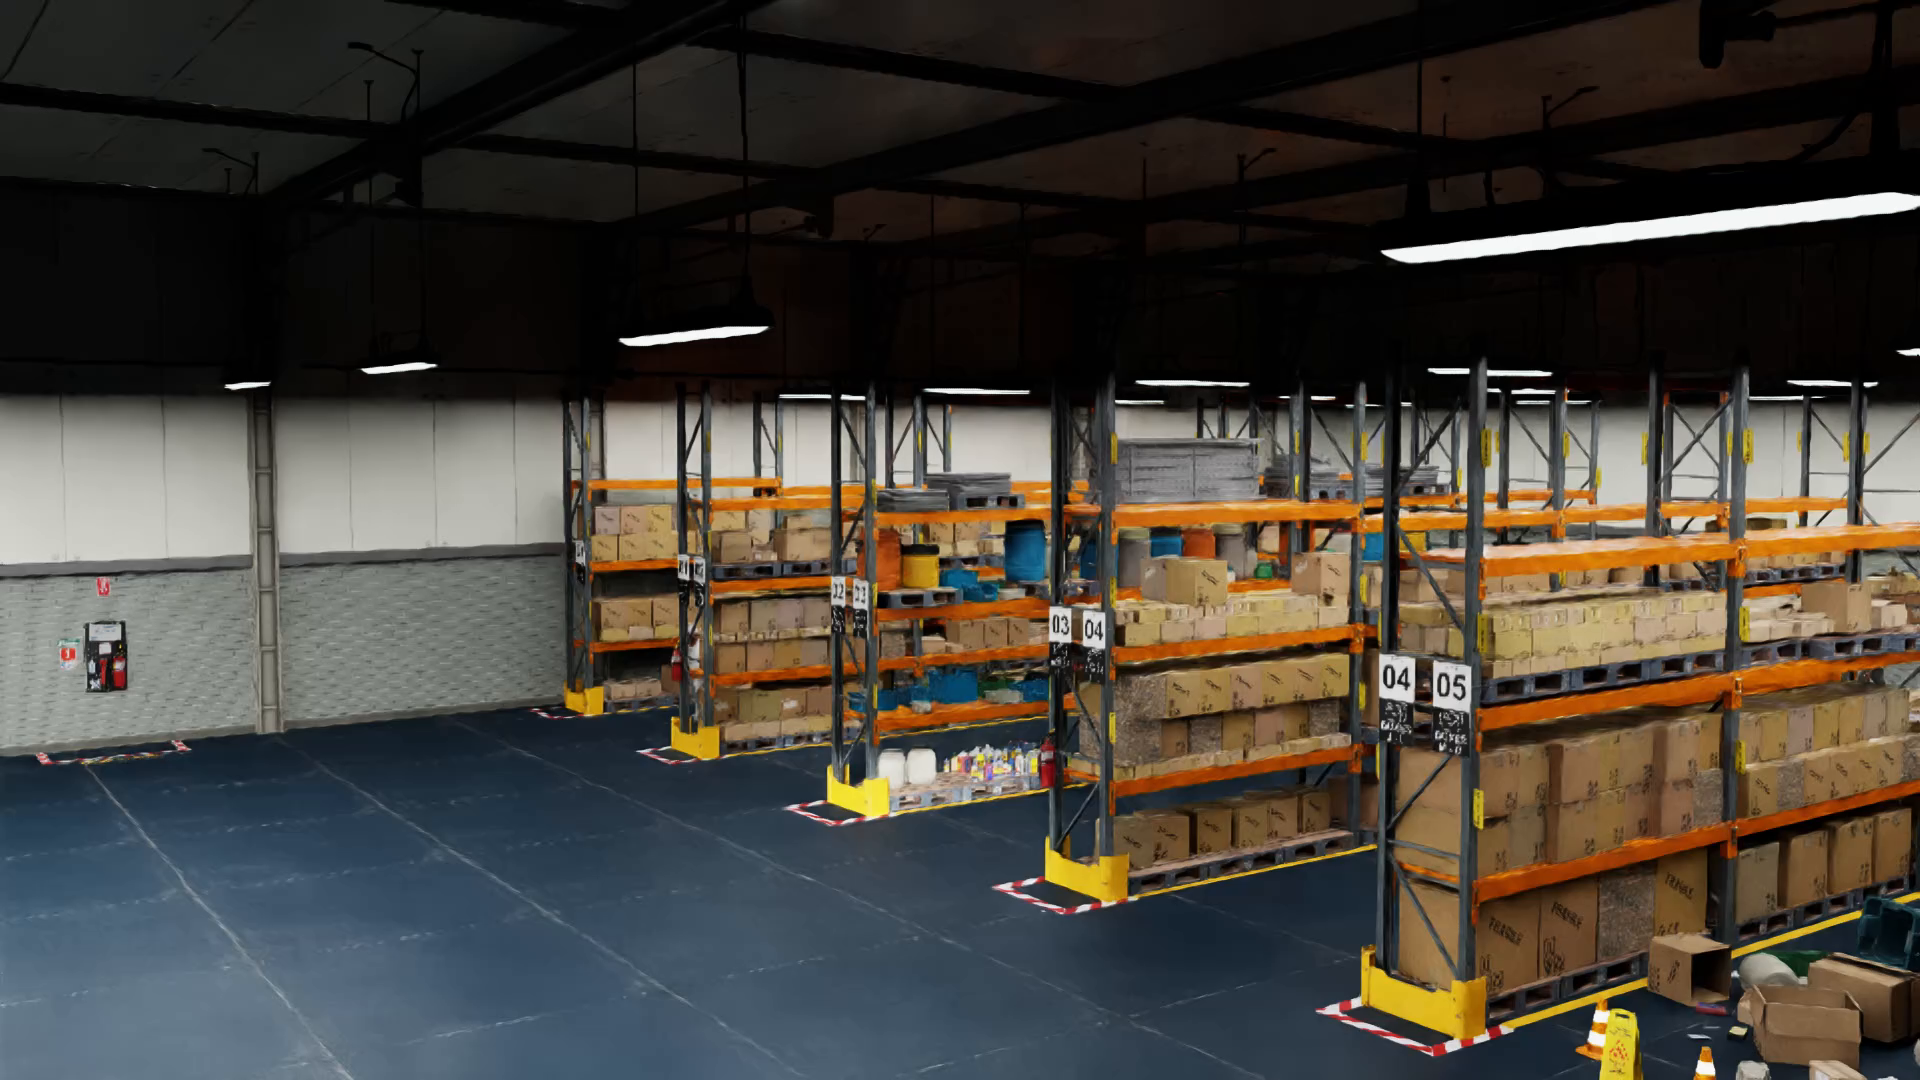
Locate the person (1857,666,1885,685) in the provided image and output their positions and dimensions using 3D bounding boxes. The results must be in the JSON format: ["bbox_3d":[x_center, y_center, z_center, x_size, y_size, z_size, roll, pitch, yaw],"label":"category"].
[{"bbox_3d":[16.662,2.404,30.415,0.991,1.587,0.443,-2,4,-26],"label":"person"}]

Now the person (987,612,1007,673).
[{"bbox_3d":[0.774,2.207,33.502,0.512,1.632,0.639,-3,5,-37],"label":"person"}]

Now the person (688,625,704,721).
[{"bbox_3d":[-4.748,2.375,29.932,0.691,1.728,0.751,2,4,34],"label":"person"}]
